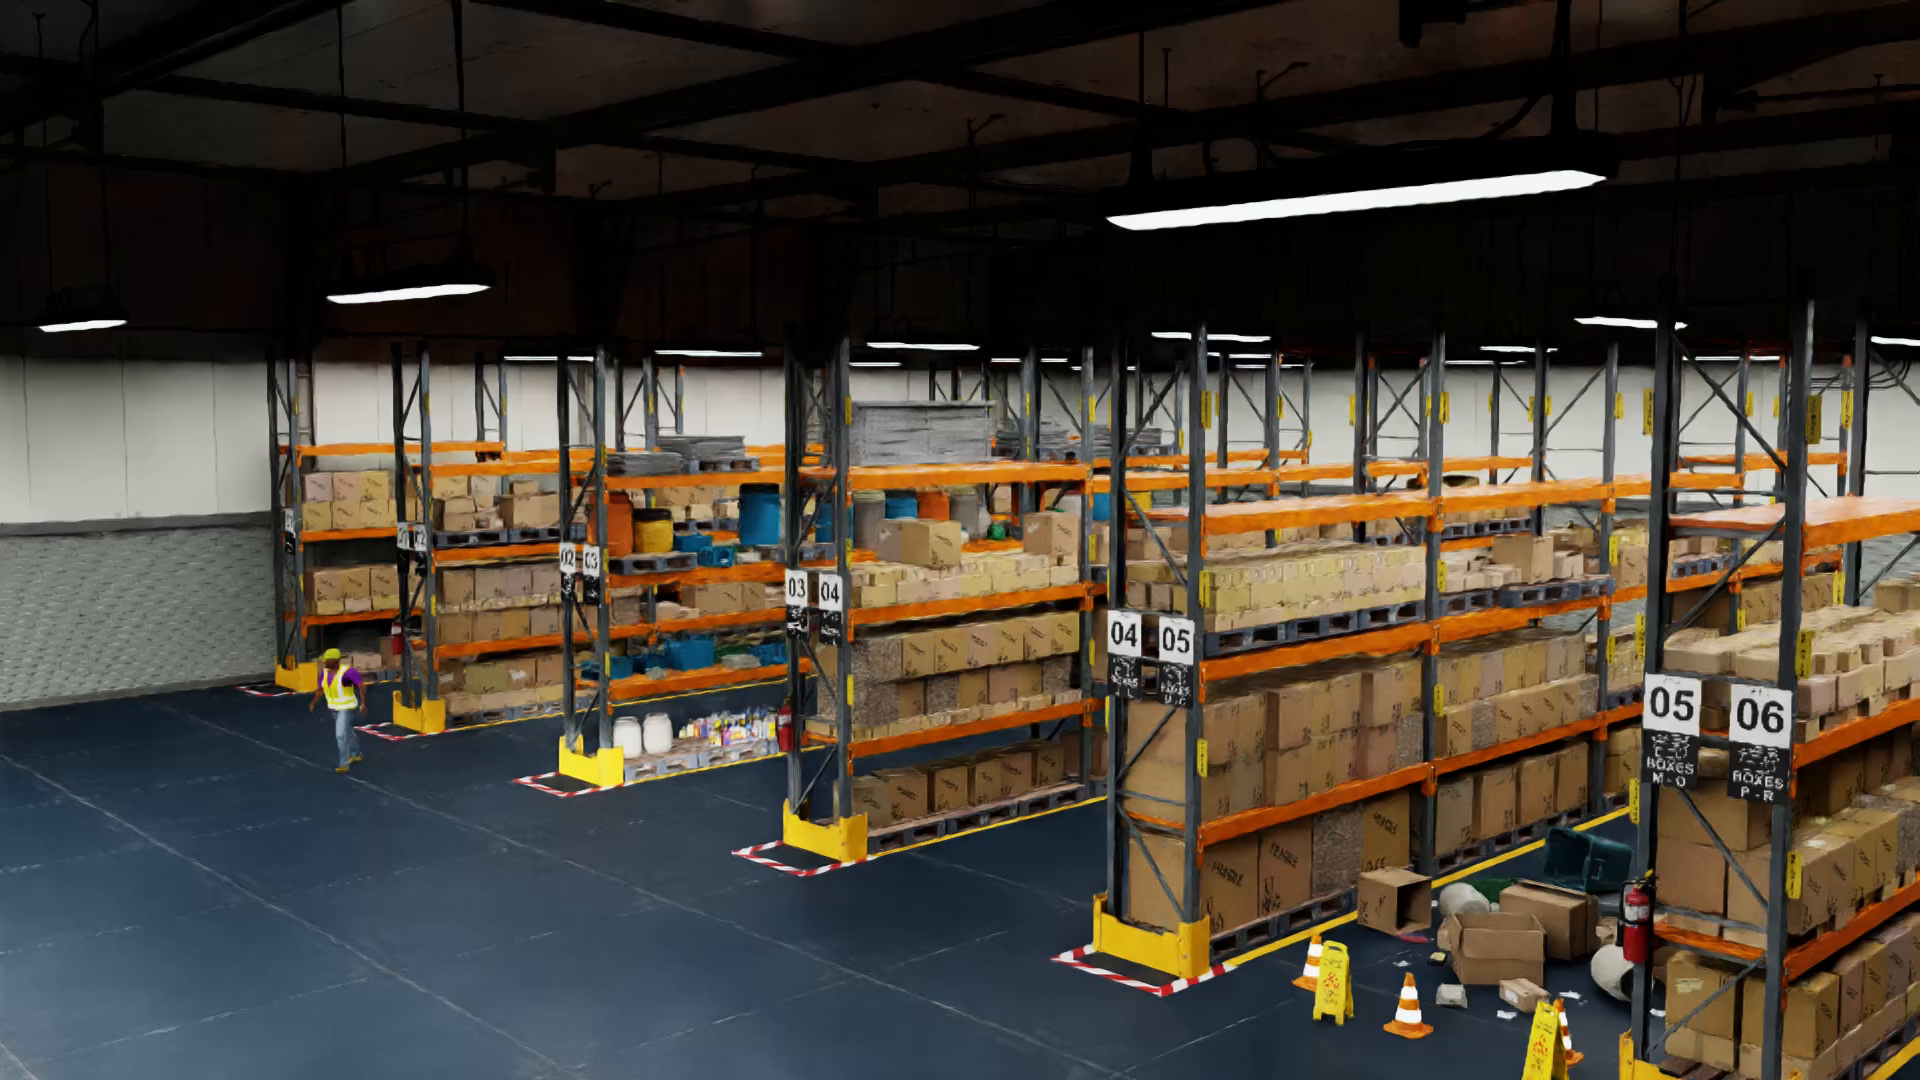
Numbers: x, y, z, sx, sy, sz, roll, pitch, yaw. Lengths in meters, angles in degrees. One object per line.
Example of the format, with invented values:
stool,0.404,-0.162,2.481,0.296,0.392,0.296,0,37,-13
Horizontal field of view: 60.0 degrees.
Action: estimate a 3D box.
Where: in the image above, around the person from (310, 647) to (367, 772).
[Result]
person,-8.557,2.319,23.046,0.710,1.704,0.835,3,6,30
